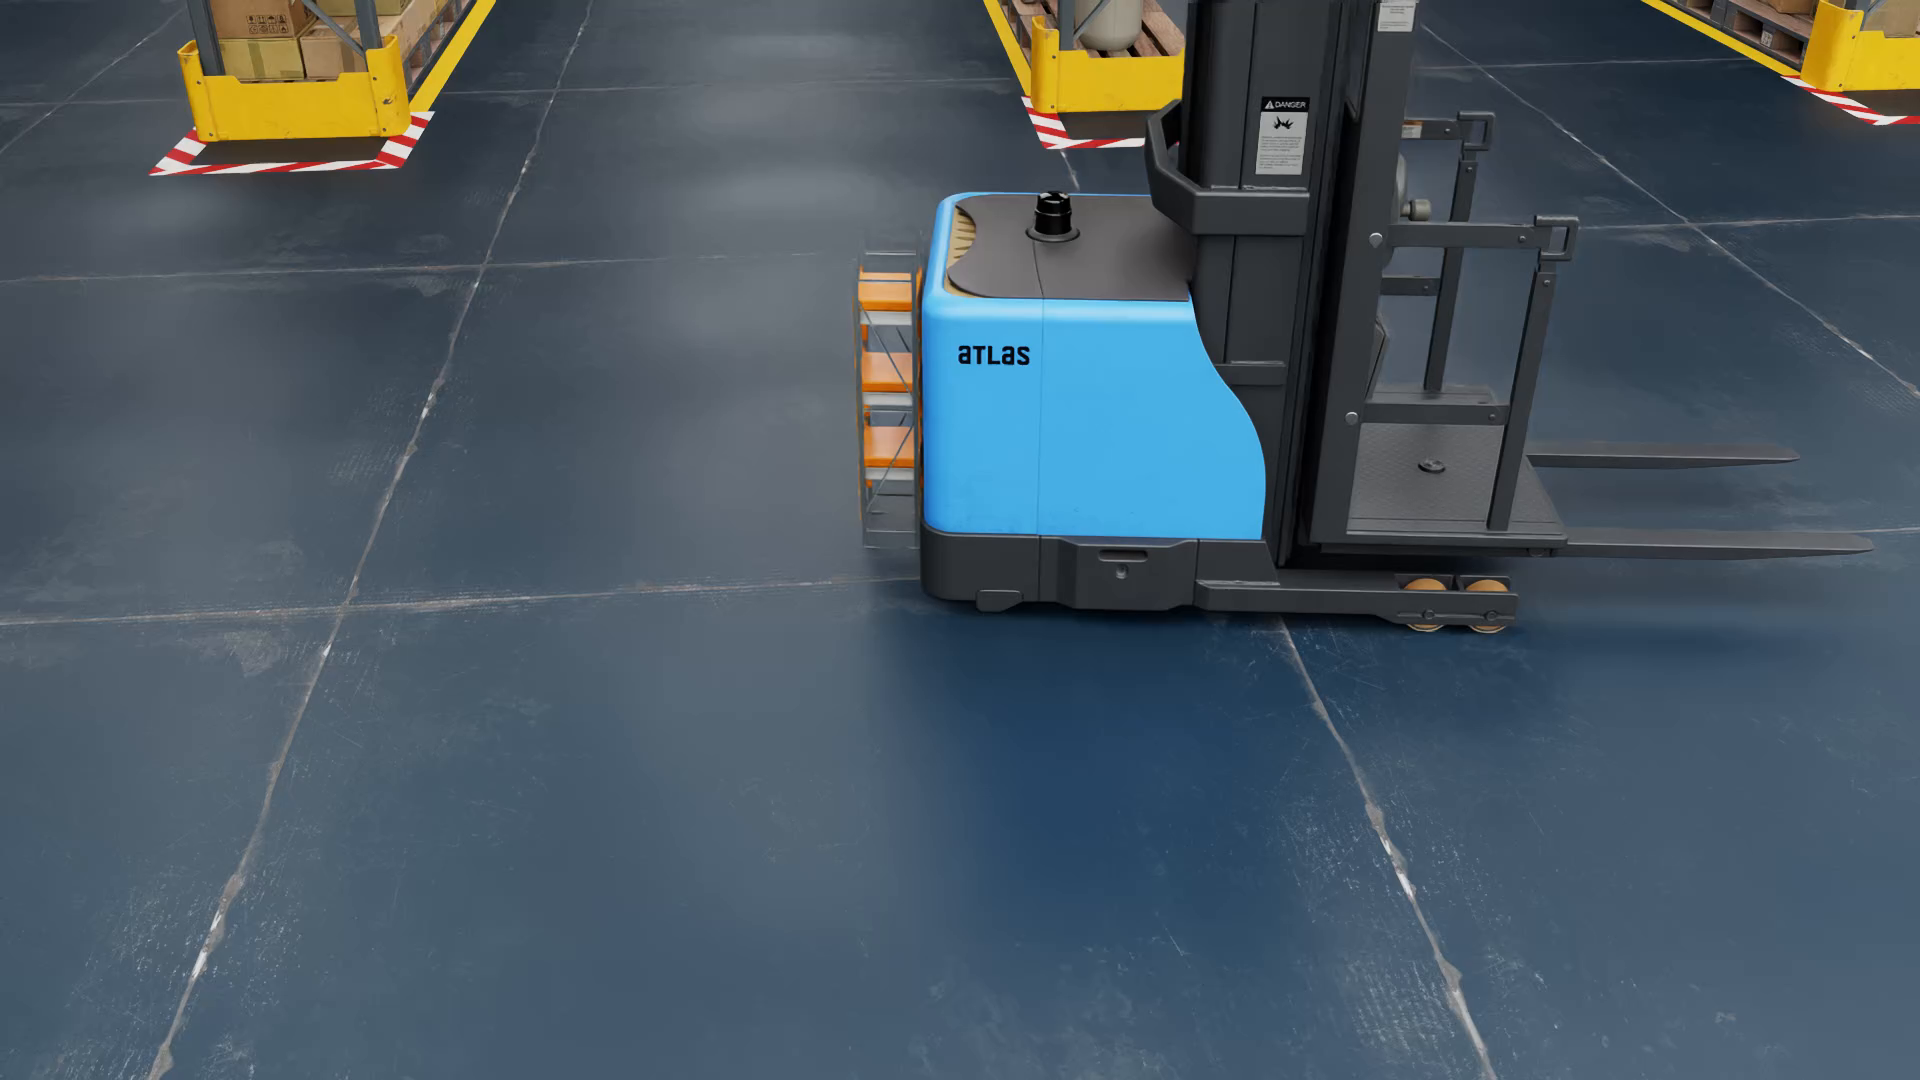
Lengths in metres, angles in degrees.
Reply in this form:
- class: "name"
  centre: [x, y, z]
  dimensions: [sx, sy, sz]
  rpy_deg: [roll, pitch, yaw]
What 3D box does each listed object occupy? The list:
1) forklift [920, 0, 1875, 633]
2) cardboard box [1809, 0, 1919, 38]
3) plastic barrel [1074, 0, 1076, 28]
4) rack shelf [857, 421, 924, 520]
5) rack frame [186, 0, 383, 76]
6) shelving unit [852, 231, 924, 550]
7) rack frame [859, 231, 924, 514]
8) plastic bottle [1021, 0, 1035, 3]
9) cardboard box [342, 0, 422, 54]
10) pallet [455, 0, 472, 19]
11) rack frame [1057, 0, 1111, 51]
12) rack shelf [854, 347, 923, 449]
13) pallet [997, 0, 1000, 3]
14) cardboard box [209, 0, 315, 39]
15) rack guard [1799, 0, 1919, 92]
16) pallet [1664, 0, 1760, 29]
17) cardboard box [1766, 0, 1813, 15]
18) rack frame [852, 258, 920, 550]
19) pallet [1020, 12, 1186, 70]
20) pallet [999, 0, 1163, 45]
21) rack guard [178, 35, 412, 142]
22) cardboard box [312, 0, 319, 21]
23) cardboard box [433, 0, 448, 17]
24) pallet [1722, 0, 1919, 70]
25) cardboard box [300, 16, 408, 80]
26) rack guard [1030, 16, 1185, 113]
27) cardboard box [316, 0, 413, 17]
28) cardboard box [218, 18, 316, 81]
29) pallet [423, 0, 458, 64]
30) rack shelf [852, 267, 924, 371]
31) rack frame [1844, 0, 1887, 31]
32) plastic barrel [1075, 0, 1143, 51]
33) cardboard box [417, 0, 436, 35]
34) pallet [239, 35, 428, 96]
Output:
- class: "forklift"
  centre: [1.405, -1.244, 4.974]
  dimensions: [3.031, 2.935, 1.130]
  rpy_deg: [1, 31, 2]
- class: "cardboard box"
  centre: [5.972, -3.613, 10.902]
  dimensions: [0.500, 0.500, 0.500]
  rpy_deg: [3, 31, 5]
- class: "plastic barrel"
  centre: [0.898, -3.650, 10.951]
  dimensions: [0.421, 0.512, 0.421]
  rpy_deg: [0, 31, 0]
- class: "rack shelf"
  centre: [-0.230, -0.236, 5.683]
  dimensions: [0.215, 0.259, 0.240]
  rpy_deg: [1, 31, 2]
- class: "rack frame"
  centre: [-3.849, -3.714, 9.042]
  dimensions: [1.000, 3.000, 0.127]
  rpy_deg: [-3, 31, -5]
- class: "shelving unit"
  centre: [-0.230, -0.483, 5.535]
  dimensions: [0.215, 1.050, 0.252]
  rpy_deg: [1, 31, 2]
- class: "rack frame"
  centre: [-0.225, -0.546, 5.640]
  dimensions: [0.200, 1.050, 0.008]
  rpy_deg: [1, 31, 2]
- class: "plastic bottle"
  centre: [0.475, -3.853, 11.576]
  dimensions: [0.097, 0.201, 0.097]
  rpy_deg: [0, 31, 0]
- class: "cardboard box"
  centre: [-3.728, -3.253, 10.543]
  dimensions: [0.500, 0.250, 0.500]
  rpy_deg: [-3, 31, -5]
- class: "pallet"
  centre: [-4.190, -4.151, 12.493]
  dimensions: [1.003, 0.211, 1.213]
  rpy_deg: [-3, 31, -5]
- class: "rack frame"
  centre: [1.083, -3.949, 9.436]
  dimensions: [1.000, 3.000, 0.127]
  rpy_deg: [-3, 31, -5]
- class: "rack shelf"
  centre: [-0.230, -0.474, 5.541]
  dimensions: [0.215, 0.259, 0.240]
  rpy_deg: [1, 31, 2]
- class: "pallet"
  centre: [0.730, -4.449, 12.993]
  dimensions: [1.003, 0.211, 1.213]
  rpy_deg: [-3, 31, -5]
- class: "cardboard box"
  centre: [-4.196, -3.295, 9.882]
  dimensions: [0.500, 0.500, 0.500]
  rpy_deg: [-3, 31, -5]
- class: "rack guard"
  centre: [6.007, -3.152, 10.540]
  dimensions: [1.175, 0.500, 0.348]
  rpy_deg: [-3, 31, -5]
- class: "pallet"
  centre: [5.856, -4.066, 12.351]
  dimensions: [1.003, 0.211, 1.213]
  rpy_deg: [-3, 31, -5]
- class: "cardboard box"
  centre: [5.883, -3.917, 11.410]
  dimensions: [0.500, 0.500, 0.500]
  rpy_deg: [5, 31, 8]
- class: "rack frame"
  centre: [-0.236, -0.421, 5.431]
  dimensions: [0.200, 1.050, 0.008]
  rpy_deg: [1, 31, 2]
- class: "pallet"
  centre: [0.958, -3.203, 10.907]
  dimensions: [1.003, 0.211, 1.213]
  rpy_deg: [-3, 31, -5]
- class: "pallet"
  centre: [0.848, -3.825, 11.948]
  dimensions: [1.003, 0.211, 1.213]
  rpy_deg: [-3, 31, -5]
- class: "rack guard"
  centre: [-3.847, -2.628, 9.663]
  dimensions: [1.175, 0.500, 0.348]
  rpy_deg: [-3, 31, -5]
- class: "cardboard box"
  centre: [-4.252, -3.228, 10.501]
  dimensions: [0.500, 0.250, 0.500]
  rpy_deg: [-3, 31, -5]
- class: "cardboard box"
  centre: [-3.816, -3.764, 11.398]
  dimensions: [0.500, 0.250, 0.500]
  rpy_deg: [-3, 31, -5]
- class: "pallet"
  centre: [5.966, -3.444, 11.311]
  dimensions: [1.003, 0.211, 1.213]
  rpy_deg: [-3, 31, -5]
- class: "cardboard box"
  centre: [-3.678, -2.998, 10.116]
  dimensions: [0.500, 0.250, 0.500]
  rpy_deg: [-3, 31, -5]
- class: "rack guard"
  centre: [1.029, -2.912, 10.138]
  dimensions: [1.175, 0.500, 0.348]
  rpy_deg: [-3, 31, -5]
- class: "cardboard box"
  centre: [-3.726, -3.575, 10.351]
  dimensions: [0.500, 0.500, 0.500]
  rpy_deg: [-3, 31, -5]
- class: "cardboard box"
  centre: [-4.193, -2.973, 10.074]
  dimensions: [0.500, 0.250, 0.500]
  rpy_deg: [-3, 31, -5]
- class: "pallet"
  centre: [-4.073, -3.526, 11.448]
  dimensions: [1.003, 0.211, 1.213]
  rpy_deg: [-3, 31, -5]
- class: "rack shelf"
  centre: [-0.230, -0.718, 5.395]
  dimensions: [0.215, 0.259, 0.240]
  rpy_deg: [1, 31, 2]
- class: "rack frame"
  centre: [6.014, -4.186, 9.834]
  dimensions: [1.000, 3.000, 0.127]
  rpy_deg: [-3, 31, -5]
- class: "plastic barrel"
  centre: [0.945, -3.394, 10.523]
  dimensions: [0.421, 0.512, 0.421]
  rpy_deg: [0, 31, 0]
- class: "cardboard box"
  centre: [-3.774, -3.508, 10.970]
  dimensions: [0.500, 0.250, 0.500]
  rpy_deg: [-3, 31, -5]
- class: "pallet"
  centre: [-3.962, -2.905, 10.408]
  dimensions: [1.003, 0.211, 1.213]
  rpy_deg: [-3, 31, -5]
